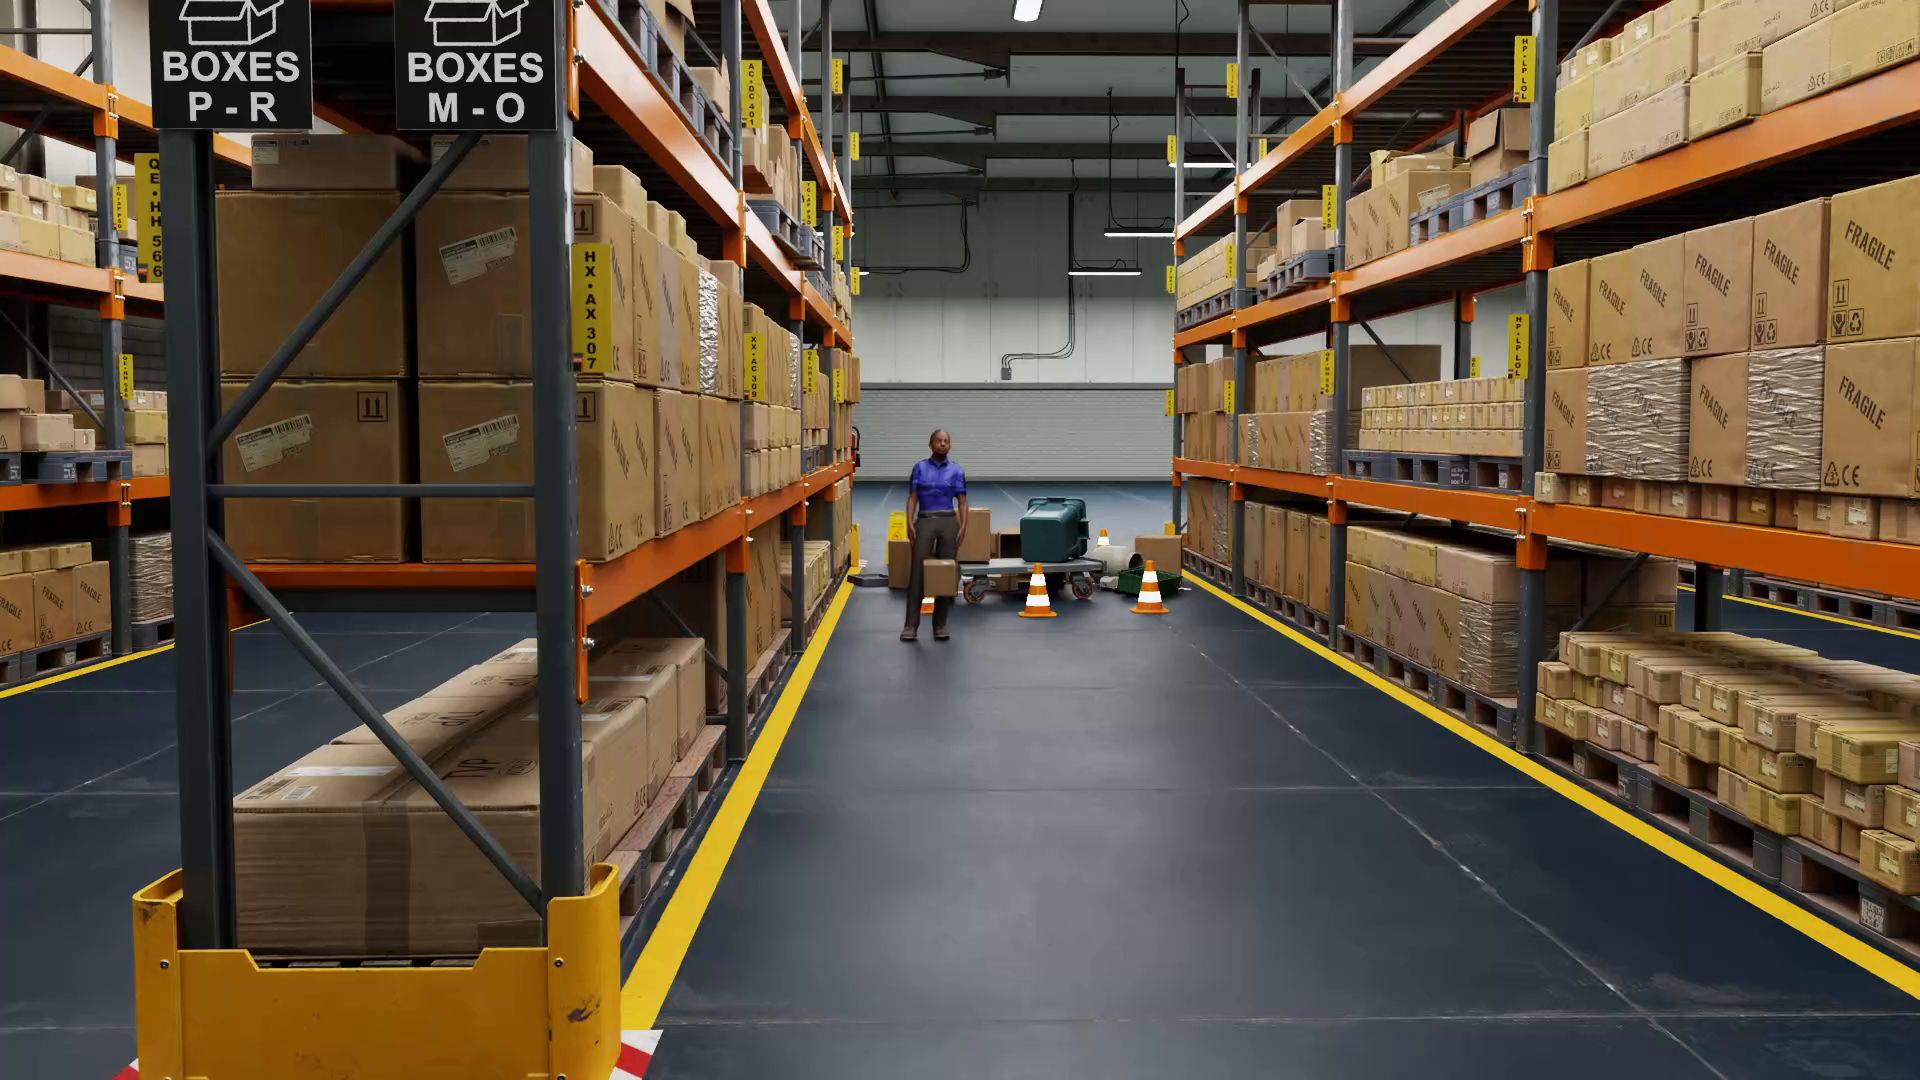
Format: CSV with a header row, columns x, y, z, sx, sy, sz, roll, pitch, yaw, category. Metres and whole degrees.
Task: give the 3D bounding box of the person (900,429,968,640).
x,y,z,sx,sy,sz,roll,pitch,yaw,category
-0.203,-0.053,13.208,0.547,1.654,0.502,0,4,-1,person
